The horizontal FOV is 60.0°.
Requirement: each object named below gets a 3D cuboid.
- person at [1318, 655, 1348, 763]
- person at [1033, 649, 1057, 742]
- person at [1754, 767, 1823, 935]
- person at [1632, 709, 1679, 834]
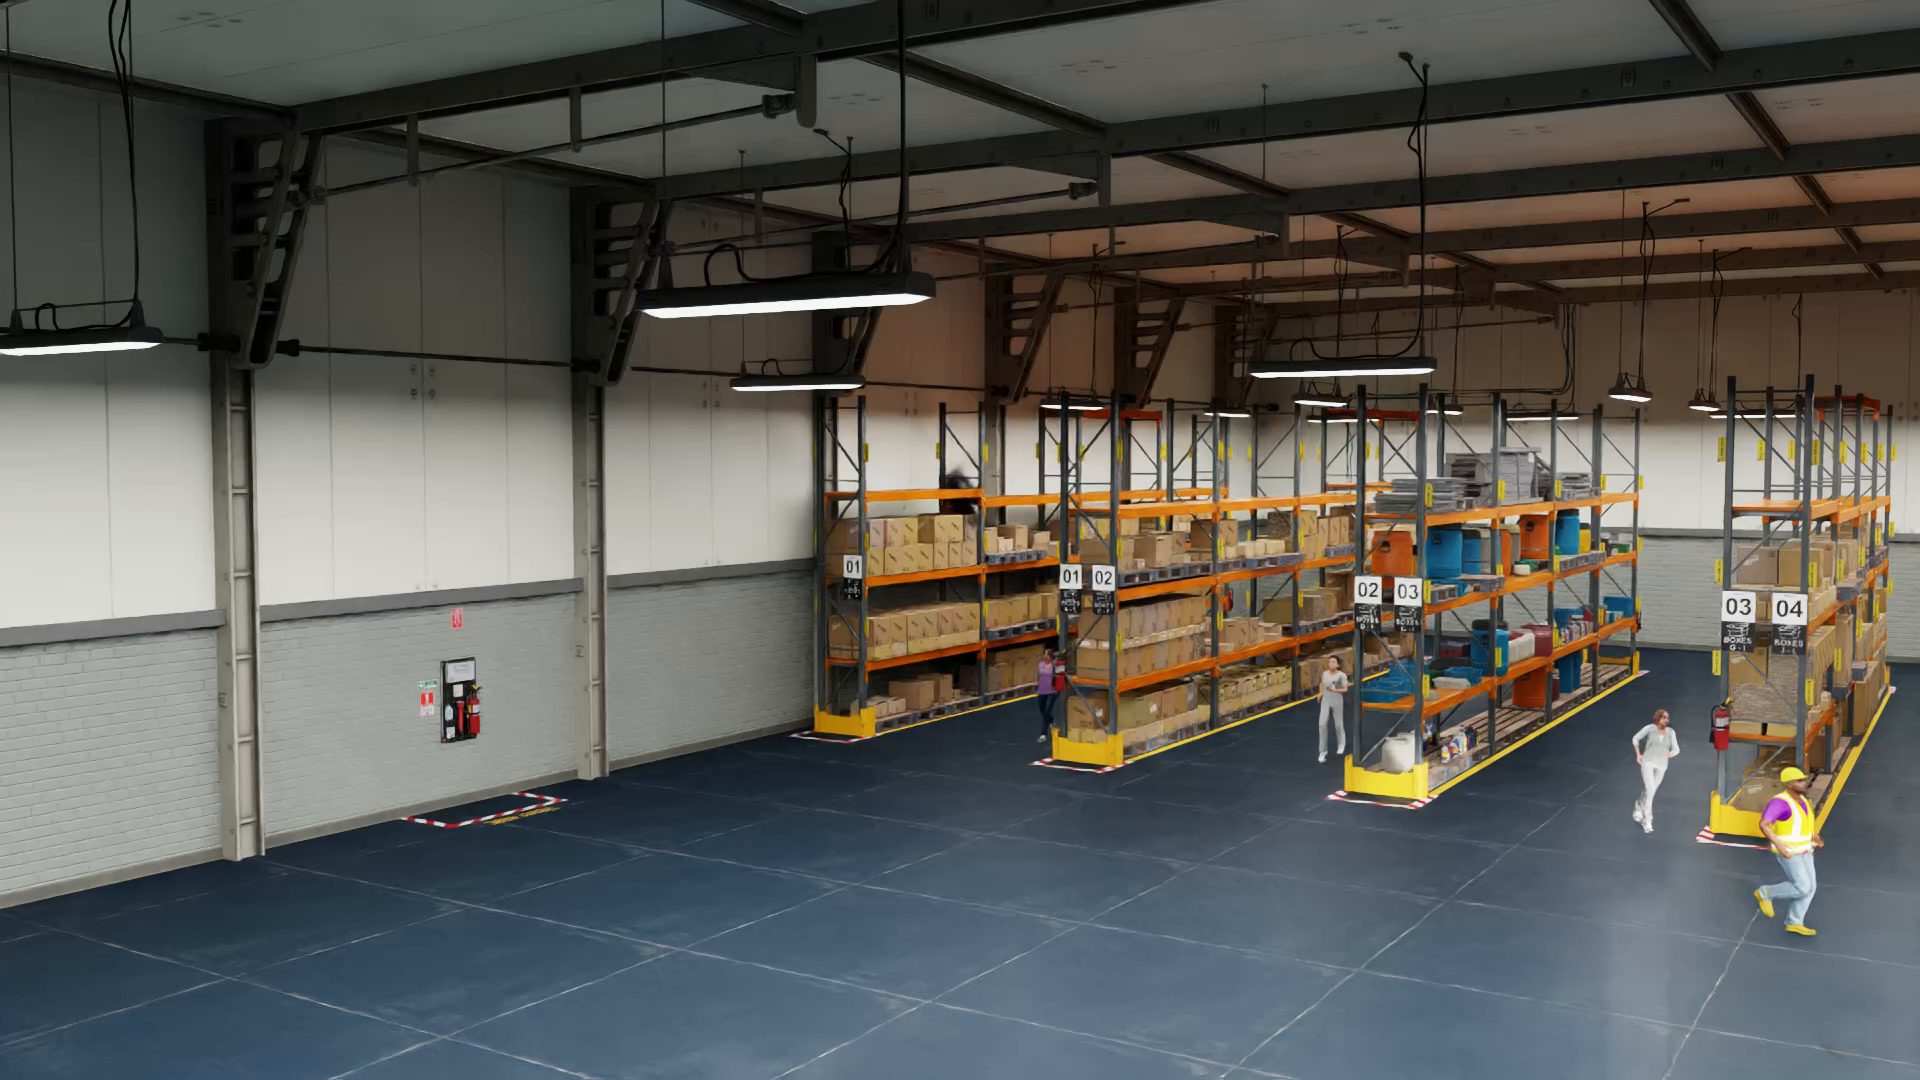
[{"bbox_3d":[6.087,2.728,27.144,0.541,1.715,0.830,2,3,29],"label":"person"},{"bbox_3d":[1.522,2.671,28.858,0.541,1.574,0.867,1,3,25],"label":"person"},{"bbox_3d":[8.665,3.229,17.372,0.718,1.722,0.618,-2,4,-35],"label":"person"},{"bbox_3d":[9.277,3.051,22.166,0.528,1.616,0.713,0,3,-1],"label":"person"}]
